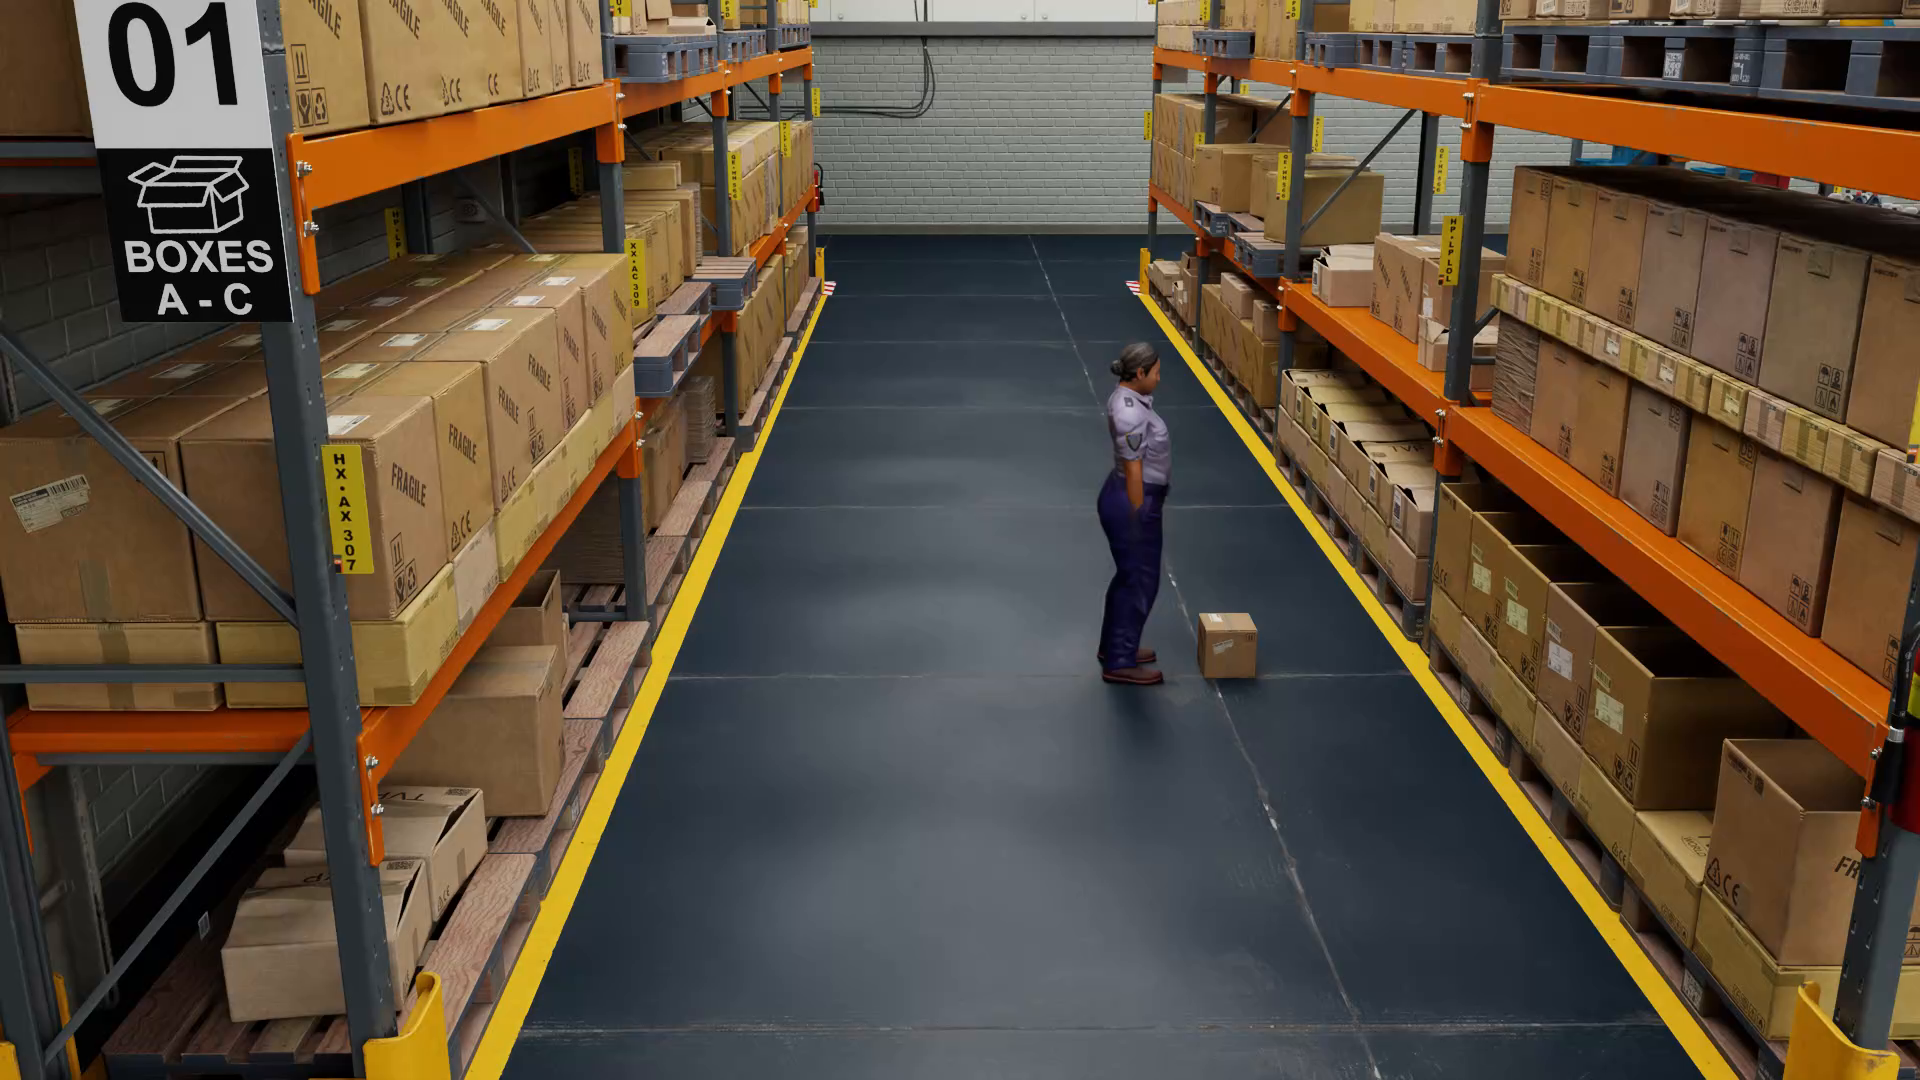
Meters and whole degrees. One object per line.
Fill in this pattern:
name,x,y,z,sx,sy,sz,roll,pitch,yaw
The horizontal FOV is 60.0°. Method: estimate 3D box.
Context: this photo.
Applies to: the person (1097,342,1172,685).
person,0.838,-0.142,8.049,0.341,1.643,0.472,0,17,0
